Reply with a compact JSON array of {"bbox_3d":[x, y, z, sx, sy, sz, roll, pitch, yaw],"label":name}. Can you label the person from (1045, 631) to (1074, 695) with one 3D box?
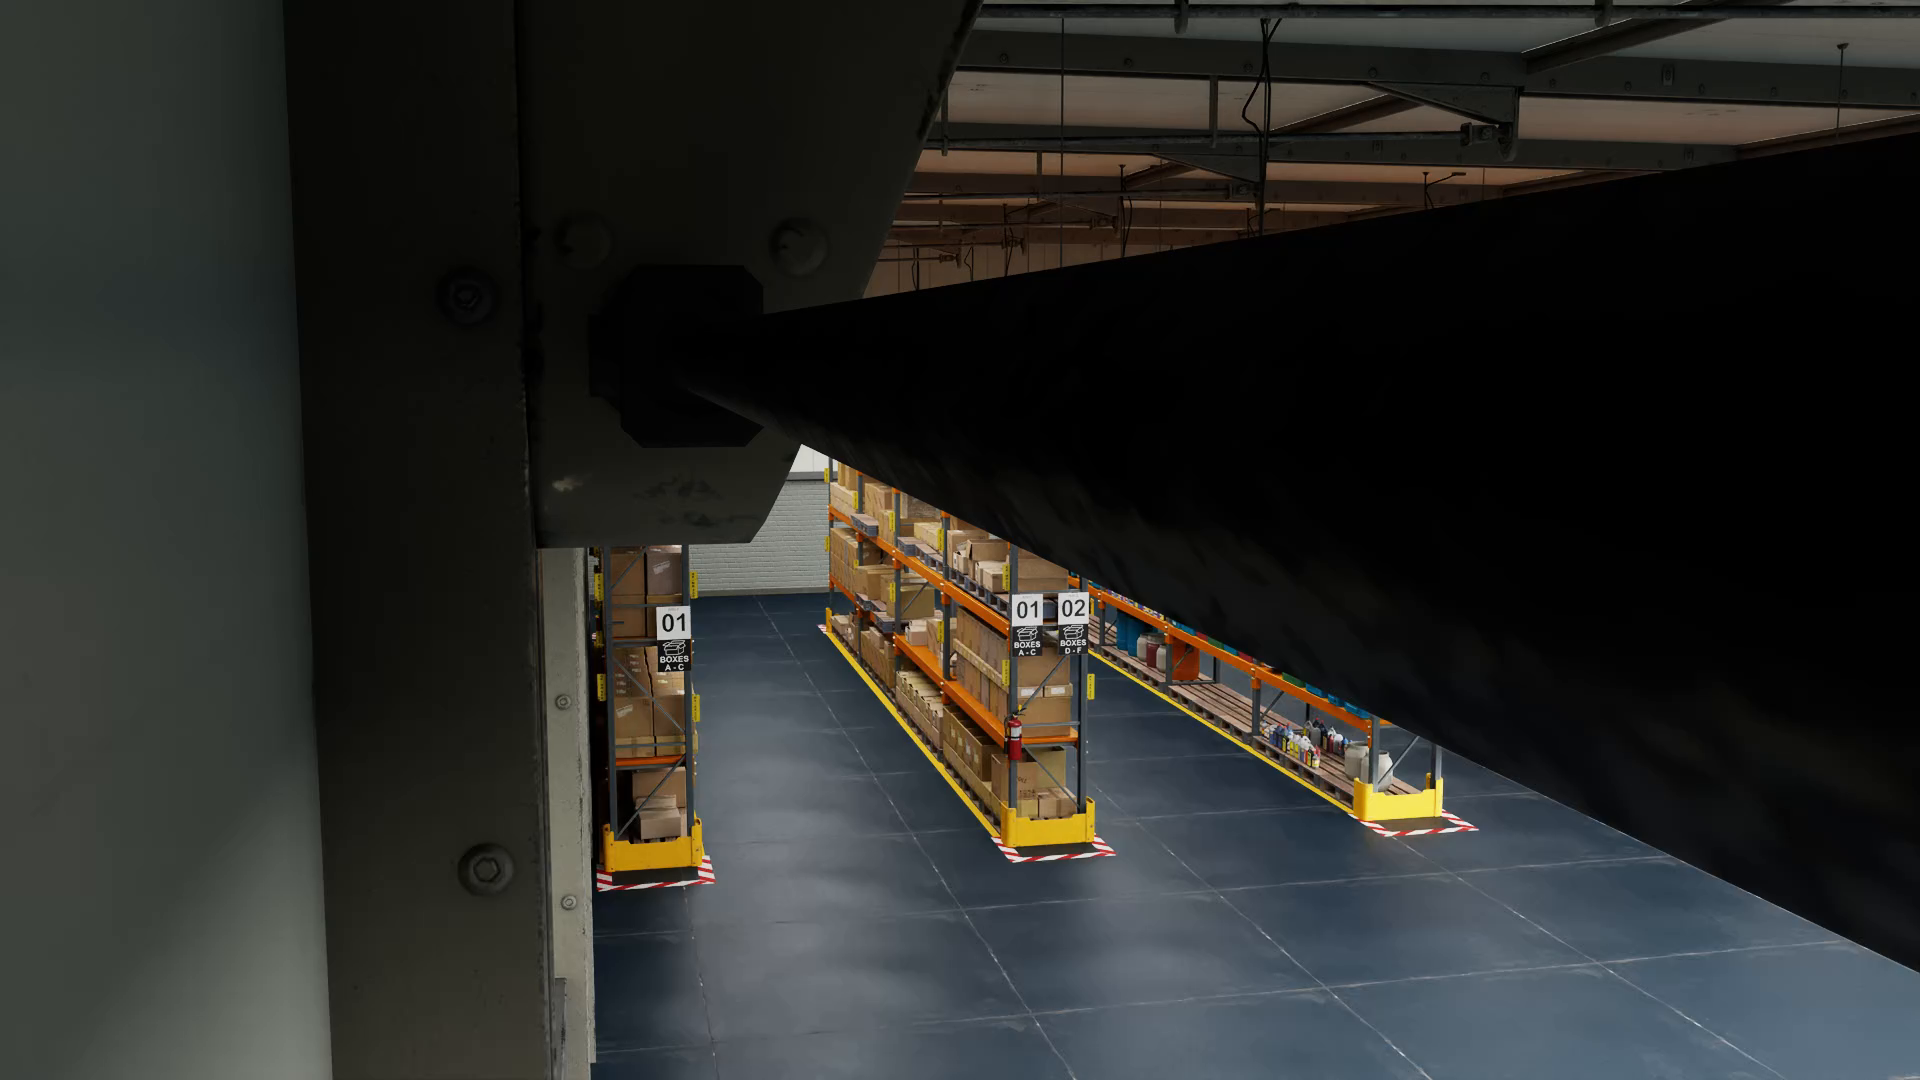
[{"bbox_3d":[1.776,1.863,29.988,0.661,1.766,0.906,-3,7,-25],"label":"person"}]
